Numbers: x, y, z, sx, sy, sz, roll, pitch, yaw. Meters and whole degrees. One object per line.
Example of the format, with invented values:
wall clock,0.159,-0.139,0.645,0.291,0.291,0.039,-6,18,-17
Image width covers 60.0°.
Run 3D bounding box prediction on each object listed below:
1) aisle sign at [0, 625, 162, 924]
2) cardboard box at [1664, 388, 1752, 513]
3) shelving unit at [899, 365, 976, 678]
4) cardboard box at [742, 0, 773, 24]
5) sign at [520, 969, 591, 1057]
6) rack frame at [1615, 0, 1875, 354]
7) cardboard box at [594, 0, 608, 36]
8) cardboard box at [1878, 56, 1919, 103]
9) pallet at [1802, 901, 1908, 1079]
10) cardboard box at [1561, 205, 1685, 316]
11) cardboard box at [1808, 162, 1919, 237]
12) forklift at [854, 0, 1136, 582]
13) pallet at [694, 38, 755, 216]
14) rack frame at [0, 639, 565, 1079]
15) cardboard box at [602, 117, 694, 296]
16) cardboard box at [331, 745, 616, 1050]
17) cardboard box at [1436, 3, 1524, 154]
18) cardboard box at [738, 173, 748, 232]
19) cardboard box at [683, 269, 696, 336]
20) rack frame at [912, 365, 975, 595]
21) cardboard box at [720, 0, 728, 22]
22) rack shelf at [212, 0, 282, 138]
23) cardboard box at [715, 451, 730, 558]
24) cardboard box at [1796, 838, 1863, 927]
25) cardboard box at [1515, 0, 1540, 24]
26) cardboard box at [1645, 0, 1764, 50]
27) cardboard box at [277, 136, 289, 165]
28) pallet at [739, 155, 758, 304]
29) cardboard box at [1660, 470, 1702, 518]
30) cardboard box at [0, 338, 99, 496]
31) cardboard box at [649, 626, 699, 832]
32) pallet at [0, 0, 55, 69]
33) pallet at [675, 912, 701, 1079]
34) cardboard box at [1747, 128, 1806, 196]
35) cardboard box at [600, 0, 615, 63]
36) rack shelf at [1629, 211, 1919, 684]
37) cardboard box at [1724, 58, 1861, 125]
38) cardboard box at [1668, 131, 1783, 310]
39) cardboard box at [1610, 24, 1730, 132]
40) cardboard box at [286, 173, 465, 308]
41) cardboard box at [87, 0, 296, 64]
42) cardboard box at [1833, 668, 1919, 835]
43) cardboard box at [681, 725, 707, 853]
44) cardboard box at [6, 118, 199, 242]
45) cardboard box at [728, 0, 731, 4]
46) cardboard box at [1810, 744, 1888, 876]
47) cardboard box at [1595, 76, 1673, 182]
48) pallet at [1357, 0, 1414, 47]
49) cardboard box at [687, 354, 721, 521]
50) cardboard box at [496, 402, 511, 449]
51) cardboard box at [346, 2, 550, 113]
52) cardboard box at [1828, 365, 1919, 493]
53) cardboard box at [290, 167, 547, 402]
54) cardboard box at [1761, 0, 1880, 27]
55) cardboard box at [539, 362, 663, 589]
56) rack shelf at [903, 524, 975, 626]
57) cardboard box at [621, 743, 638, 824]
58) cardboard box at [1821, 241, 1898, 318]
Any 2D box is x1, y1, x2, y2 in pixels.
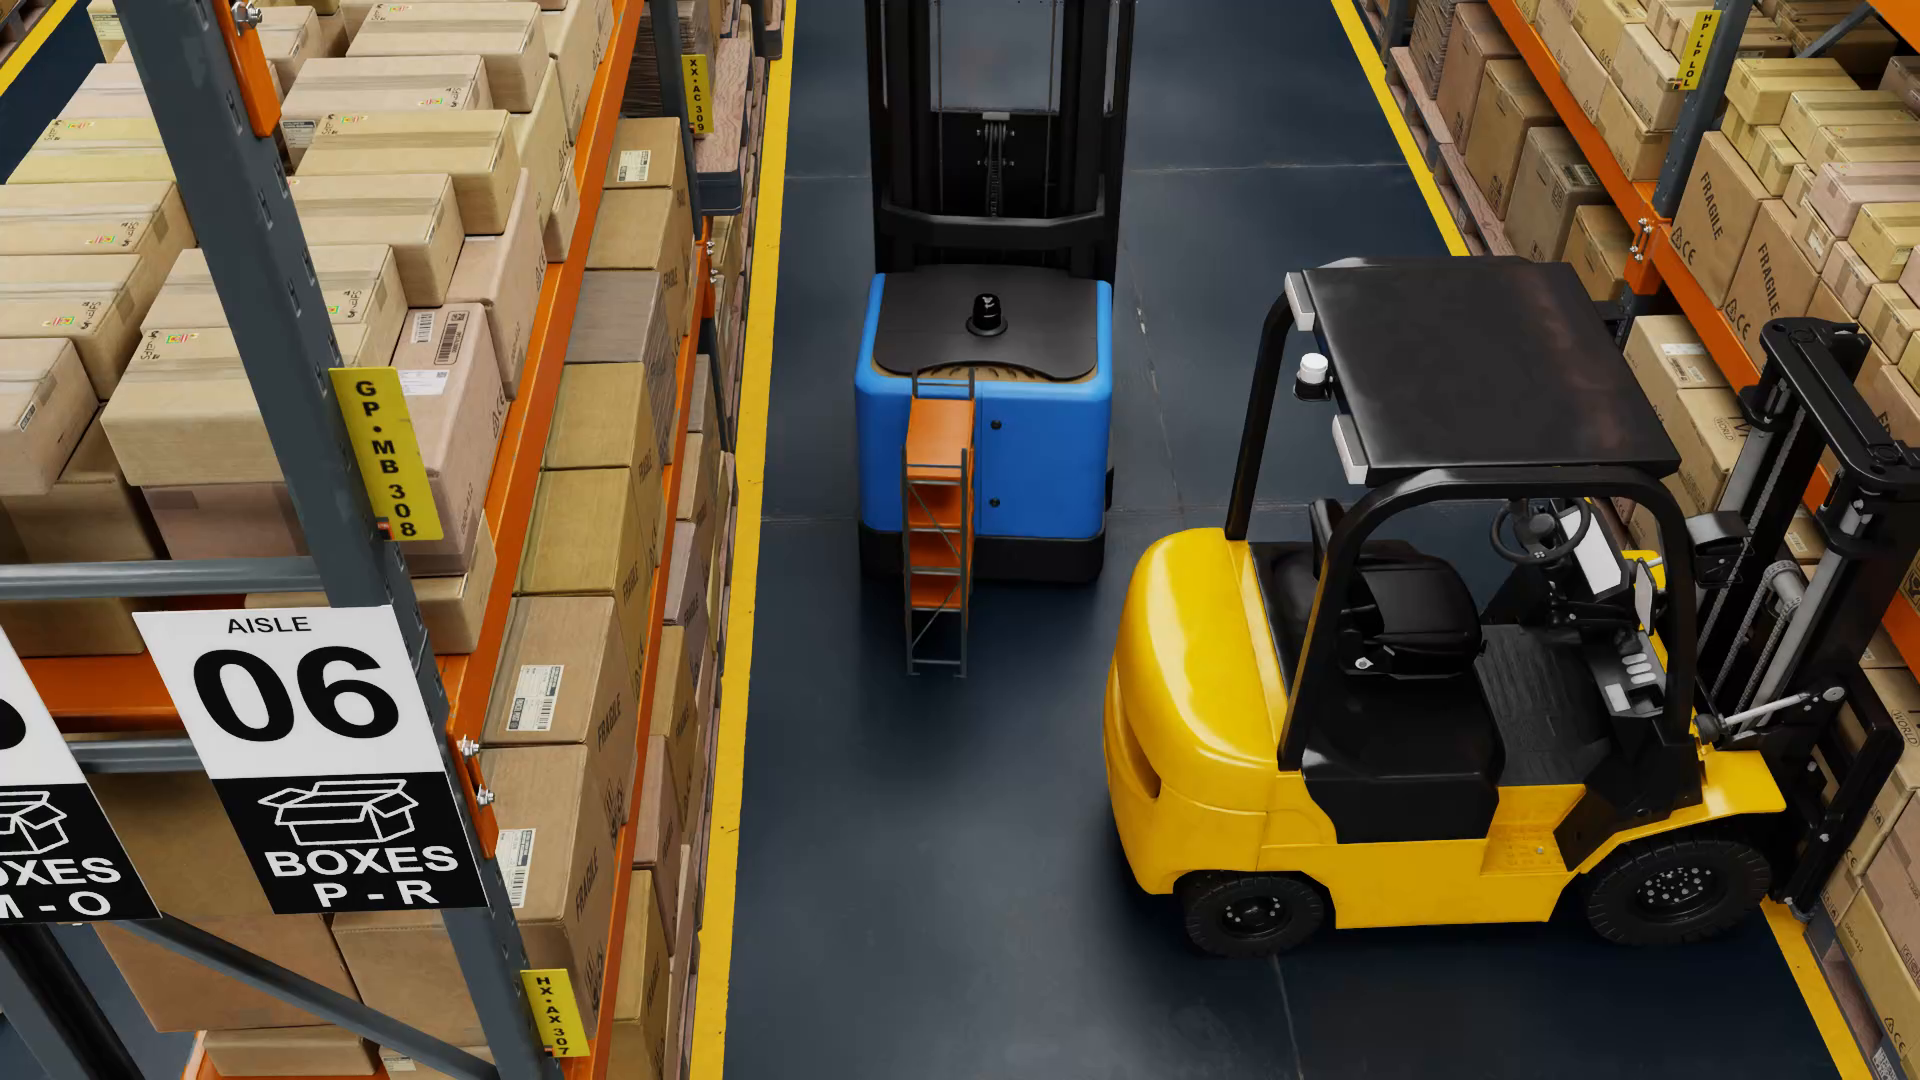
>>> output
aisle sign,-1.673,0.414,2.804,0.394,0.787,0.004,-2,43,-2
cardboard box,3.122,-0.351,6.547,0.500,0.250,0.500,-2,43,-2
shelving unit,-0.079,-0.052,6.569,0.258,1.200,0.503,2,43,3
cardboard box,-1.672,-3.918,10.716,0.875,0.875,0.875,-2,43,-2
sign,-0.843,0.988,3.461,0.100,0.325,0.005,-2,43,-2
rack frame,3.404,-1.523,6.841,1.000,3.000,0.127,-2,43,-2
cardboard box,-1.238,-1.562,4.555,0.500,0.250,0.500,-2,43,-2
cardboard box,3.719,-1.702,6.262,0.380,0.149,0.250,-2,43,-2
pallet,3.499,1.690,5.399,1.003,0.211,1.213,-2,43,-2
cardboard box,3.370,-1.154,7.886,0.875,0.625,0.625,0,43,0
cardboard box,3.150,-1.162,5.673,0.380,0.149,0.250,-1,43,-1
forklift,0.176,-1.885,7.287,1.130,2.935,3.031,2,43,3
pallet,-1.442,-1.827,7.315,1.003,0.211,1.213,-2,43,-2
rack frame,-1.385,1.323,3.737,1.000,3.000,0.127,-2,43,-2
cardboard box,-1.288,-1.231,6.229,0.500,0.500,0.500,-3,43,-3
cardboard box,-1.128,0.848,3.960,0.500,0.500,0.500,-2,43,-2
cardboard box,3.282,-2.640,9.507,0.875,0.625,0.625,0,43,0
cardboard box,-1.645,-1.873,8.857,0.950,0.372,0.625,0,43,0
cardboard box,-1.220,-0.909,6.357,0.380,0.149,0.250,-1,43,-1
rack frame,-0.065,-0.217,6.748,0.240,1.200,0.015,2,43,3
cardboard box,-1.318,-2.676,7.494,0.500,0.500,0.500,-2,43,-2
rack shelf,-1.470,-1.973,3.427,1.077,0.370,4.000,-2,43,-2
cardboard box,-1.262,-0.128,7.043,0.500,0.250,0.500,0,43,0
cardboard box,3.214,1.054,5.754,0.500,0.250,0.500,-1,43,-1
cardboard box,3.074,-2.824,8.372,0.500,0.250,0.500,0,43,0
cardboard box,3.138,-2.197,7.022,0.380,0.149,0.250,-2,43,-2
cardboard box,-1.723,-0.865,3.794,0.500,0.250,0.500,-1,43,-1
pallet,-1.645,-1.701,9.099,1.003,0.211,1.213,-2,43,-2
cardboard box,3.139,-0.173,6.723,0.500,0.250,0.500,-2,43,-2
cardboard box,-1.695,-0.204,2.779,0.380,0.149,0.250,-1,43,-1
cardboard box,-1.185,0.645,5.646,0.500,0.500,0.500,-1,43,-1
pallet,-6.698,-3.368,10.917,1.003,0.211,1.213,-2,43,-2
pallet,-1.388,1.750,5.335,1.003,0.211,1.213,-2,43,-2
cardboard box,3.167,-1.401,6.154,0.380,0.149,0.250,-1,43,-1
cardboard box,-1.208,-1.492,4.773,0.380,0.149,0.250,-1,43,-1
rack shelf,3.489,0.093,5.611,1.077,0.370,4.000,-2,43,-2
cardboard box,3.121,-1.685,6.244,0.380,0.149,0.250,-1,43,-1
cardboard box,3.162,-1.253,6.472,0.500,0.500,0.500,-3,43,-3
cardboard box,3.127,-1.976,7.076,0.500,0.250,0.500,-2,43,-3
cardboard box,-1.172,-0.571,3.178,0.380,0.149,0.250,-2,43,-2
cardboard box,-1.793,-1.239,3.907,0.380,0.149,0.250,-1,43,-1
cardboard box,3.184,0.681,5.421,0.500,0.250,0.500,-1,43,-1
cardboard box,-1.193,0.916,5.905,0.500,0.250,0.500,1,43,1
cardboard box,-1.656,-0.724,3.346,0.380,0.149,0.250,-1,43,-2
cardboard box,-1.291,-2.703,8.004,0.380,0.149,0.250,0,43,0
cardboard box,3.187,0.846,5.611,0.500,0.250,0.500,-3,43,-3
cardboard box,3.121,-1.800,7.255,0.500,0.250,0.500,-1,43,-1
pallet,3.240,-3.700,11.280,1.003,0.211,1.213,-2,43,-2
cardboard box,-1.262,-0.404,6.789,0.500,0.500,0.500,-2,43,-2
cardboard box,-1.153,-0.278,3.449,0.380,0.149,0.250,-1,43,-1
cardboard box,-1.144,-1.085,3.740,0.380,0.149,0.250,-1,43,-1
cardboard box,3.223,-0.219,5.345,0.500,0.500,0.500,-1,43,-2
cardboard box,-1.152,-0.525,3.423,0.500,0.250,0.500,-2,43,-2
cardboard box,3.644,-2.225,7.053,0.380,0.149,0.250,-3,43,-3
cardboard box,-1.206,-0.188,5.091,0.500,0.500,0.500,-2,43,-3
rack shelf,-0.079,0.144,6.748,0.258,0.148,0.480,2,43,3
cardboard box,-1.113,0.656,4.650,0.380,0.149,0.250,-1,43,-1
cardboard box,3.152,-0.880,5.586,0.380,0.149,0.250,-2,43,-2
